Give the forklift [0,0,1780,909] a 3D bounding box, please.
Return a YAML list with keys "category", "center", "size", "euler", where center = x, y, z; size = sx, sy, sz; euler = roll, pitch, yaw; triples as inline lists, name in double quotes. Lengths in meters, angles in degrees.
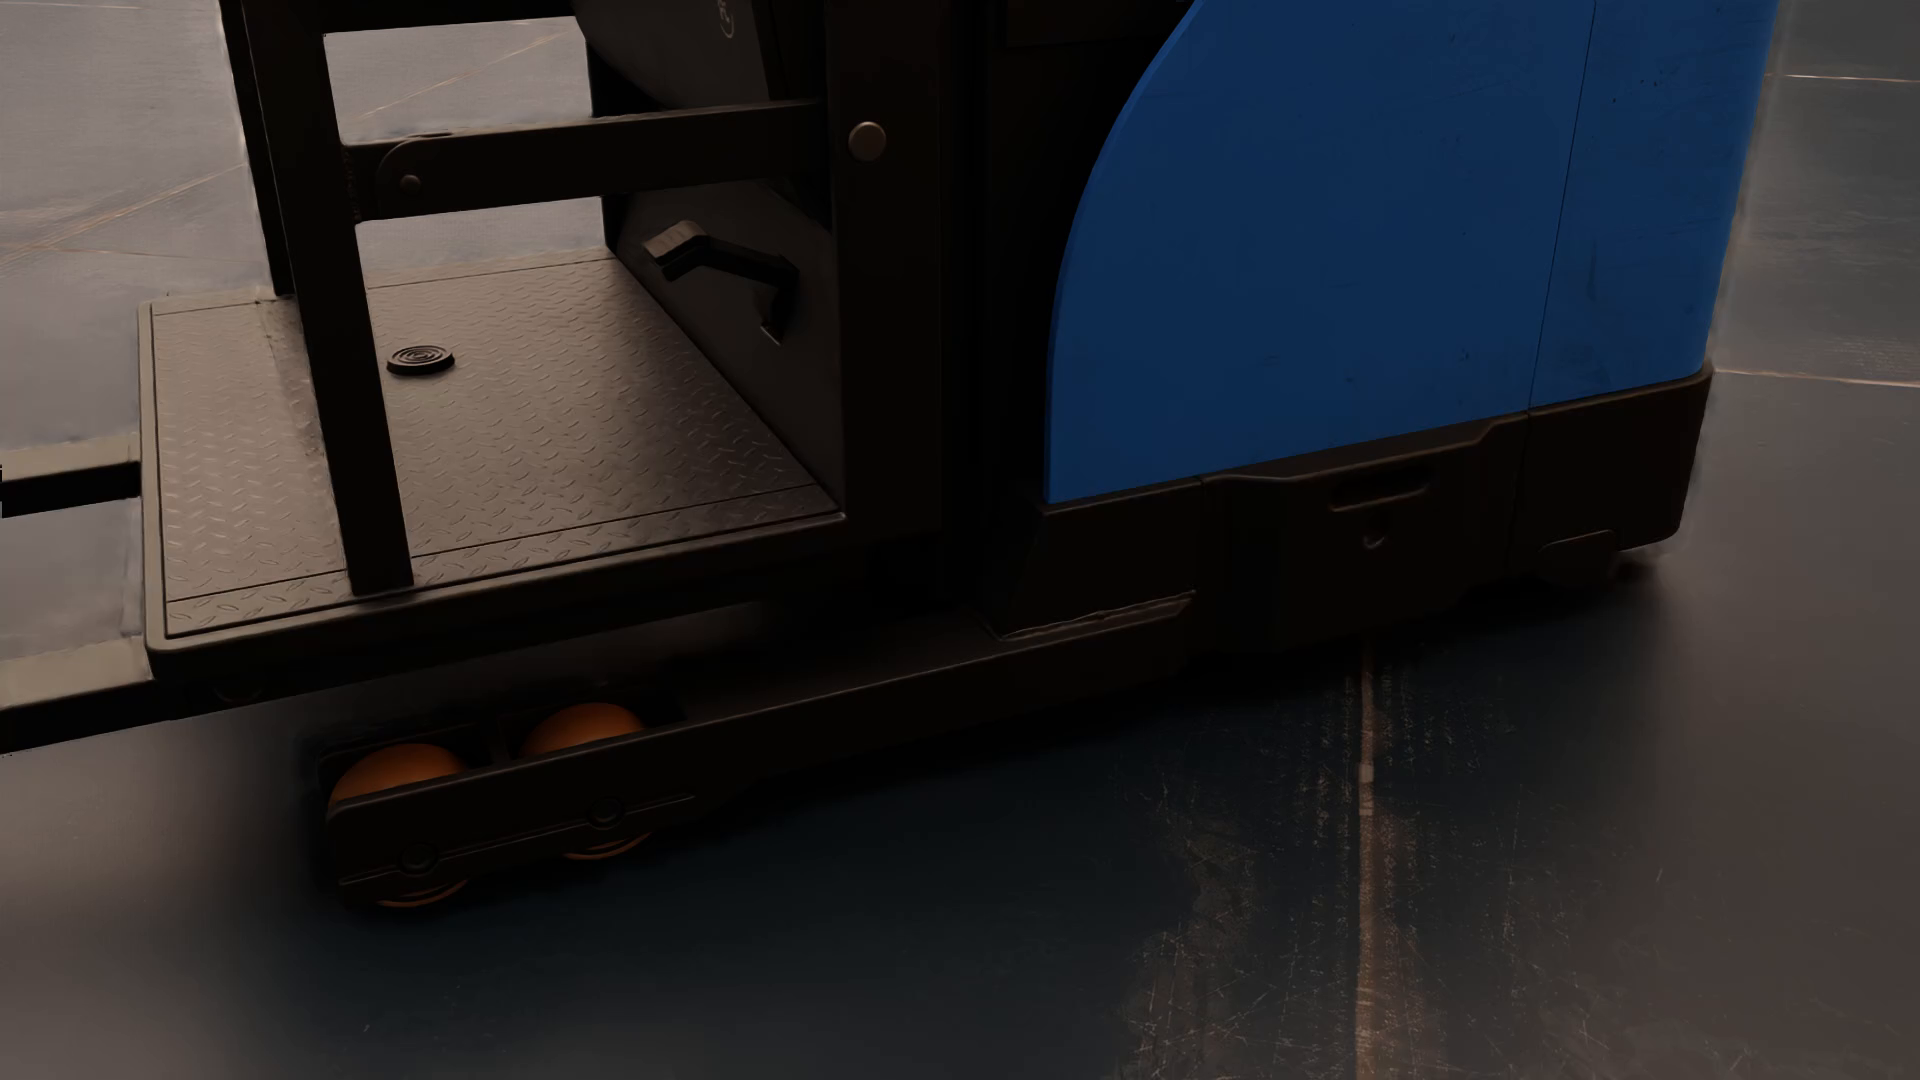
- category: "forklift"
  center: [-0.523, -1.196, 1.617]
  size: [3.031, 2.935, 1.130]
  euler: [-11, 29, -21]
